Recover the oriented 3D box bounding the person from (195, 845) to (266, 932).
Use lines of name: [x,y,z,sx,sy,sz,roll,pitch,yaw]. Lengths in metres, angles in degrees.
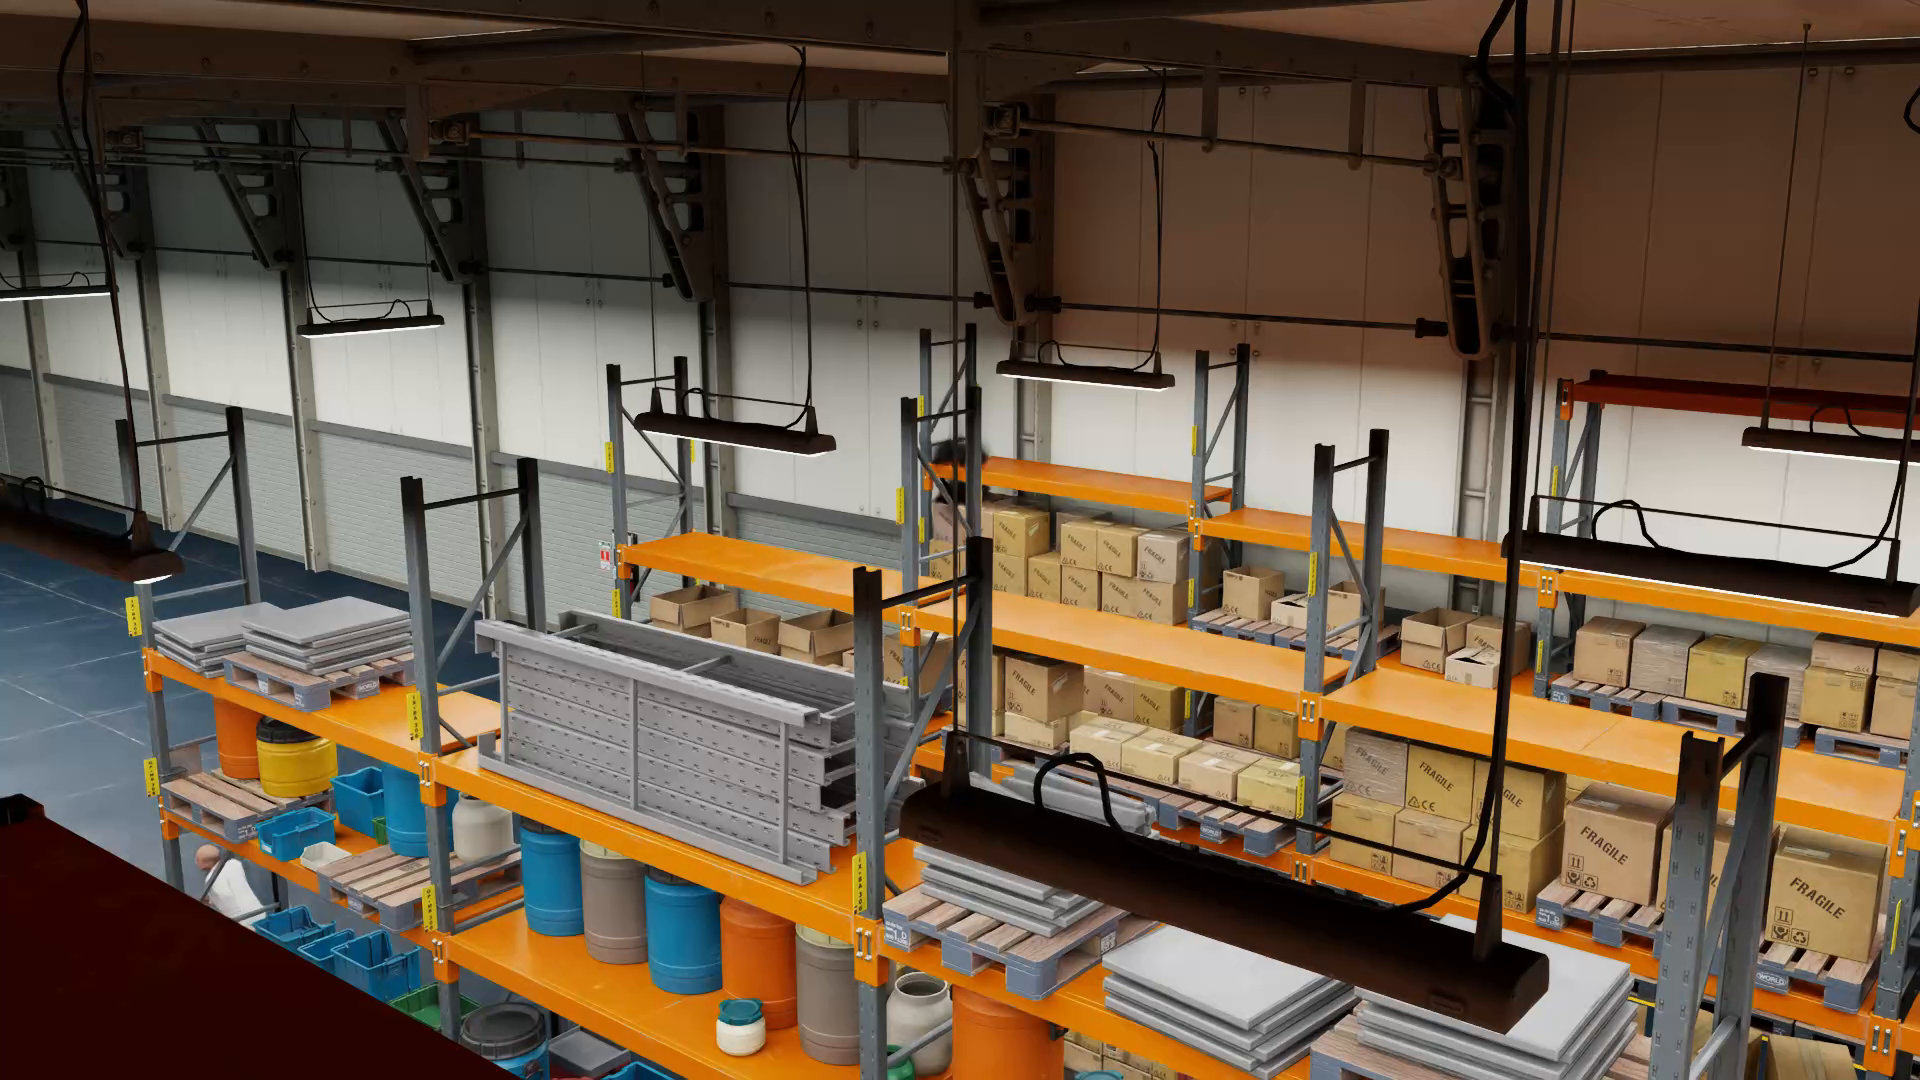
person: [-7.024,3.783,16.033,0.843,1.543,0.731,0,13,0]
